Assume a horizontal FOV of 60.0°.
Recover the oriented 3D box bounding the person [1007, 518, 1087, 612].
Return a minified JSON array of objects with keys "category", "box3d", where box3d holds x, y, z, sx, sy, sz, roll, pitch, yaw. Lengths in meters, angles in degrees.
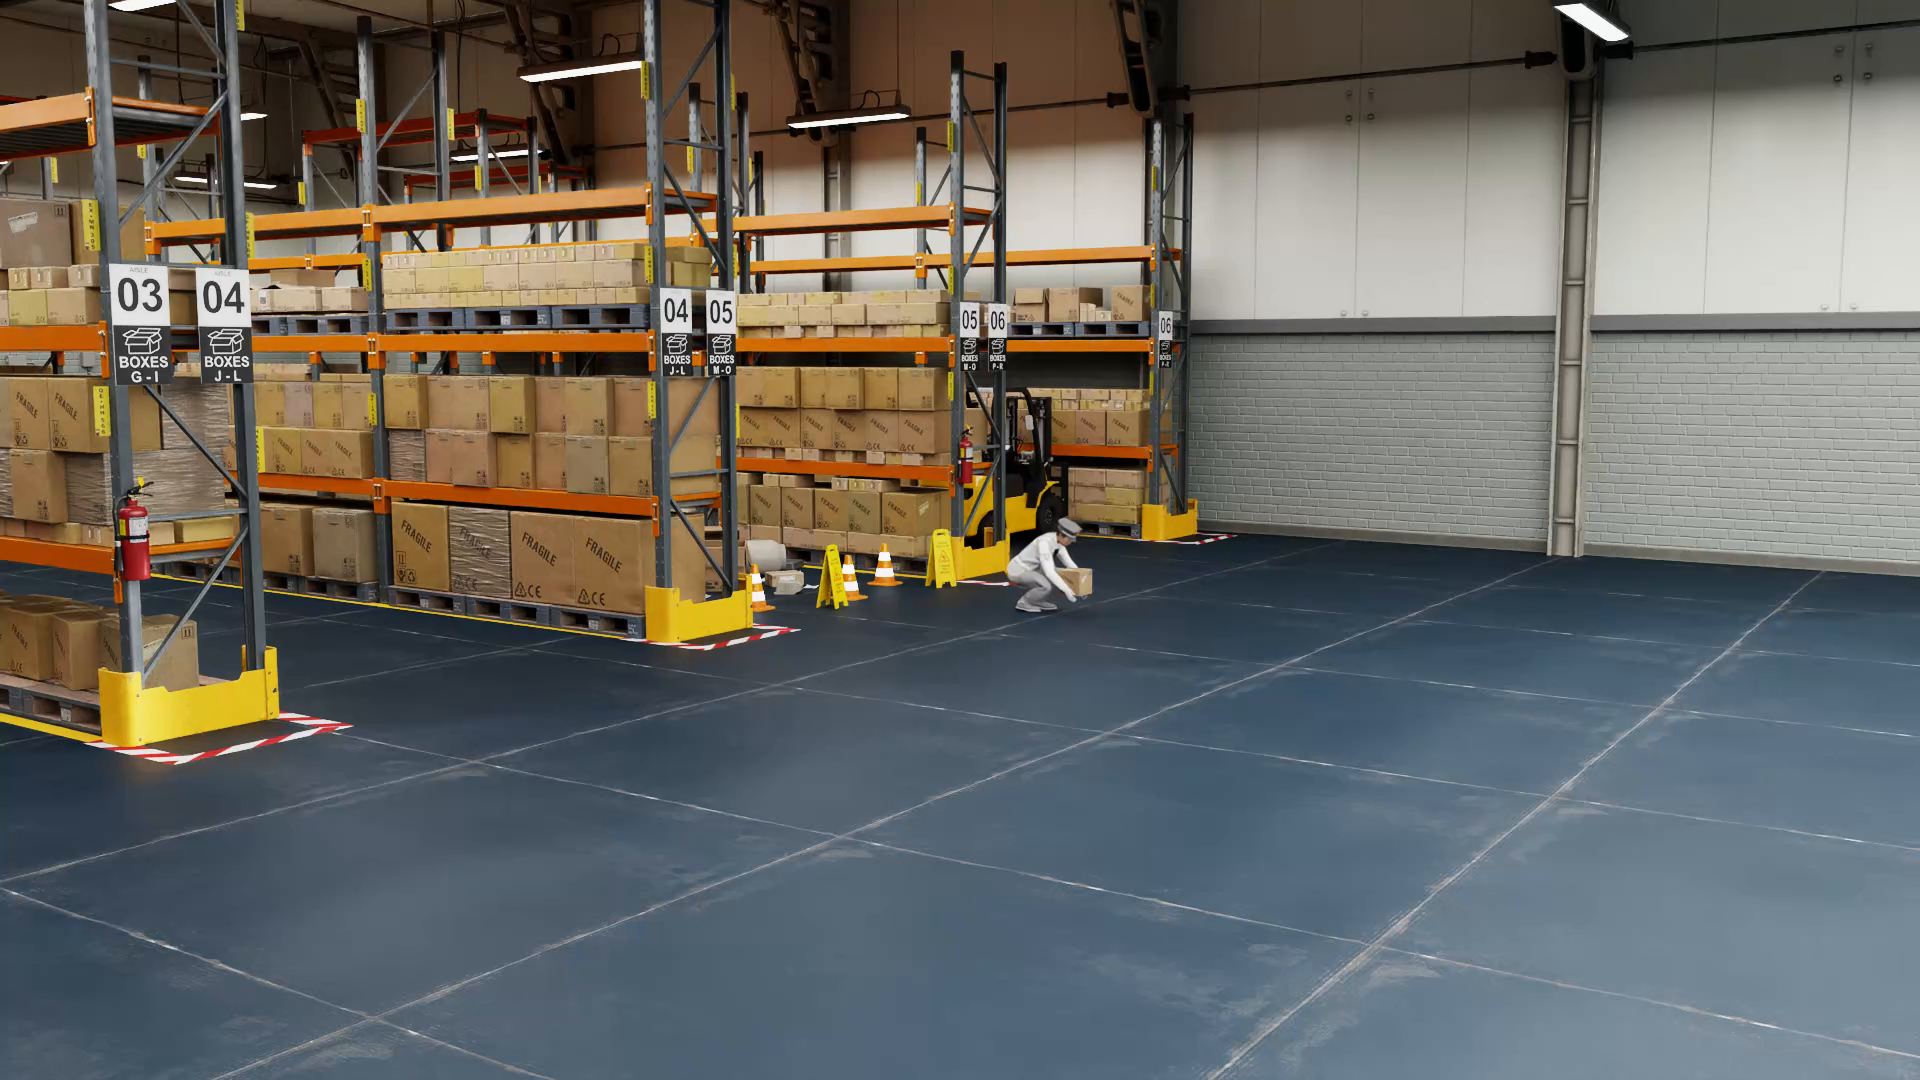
[{"category":"person","box3d":[0.880,0.256,16.932,0.821,0.964,0.490,4,8,33]}]
